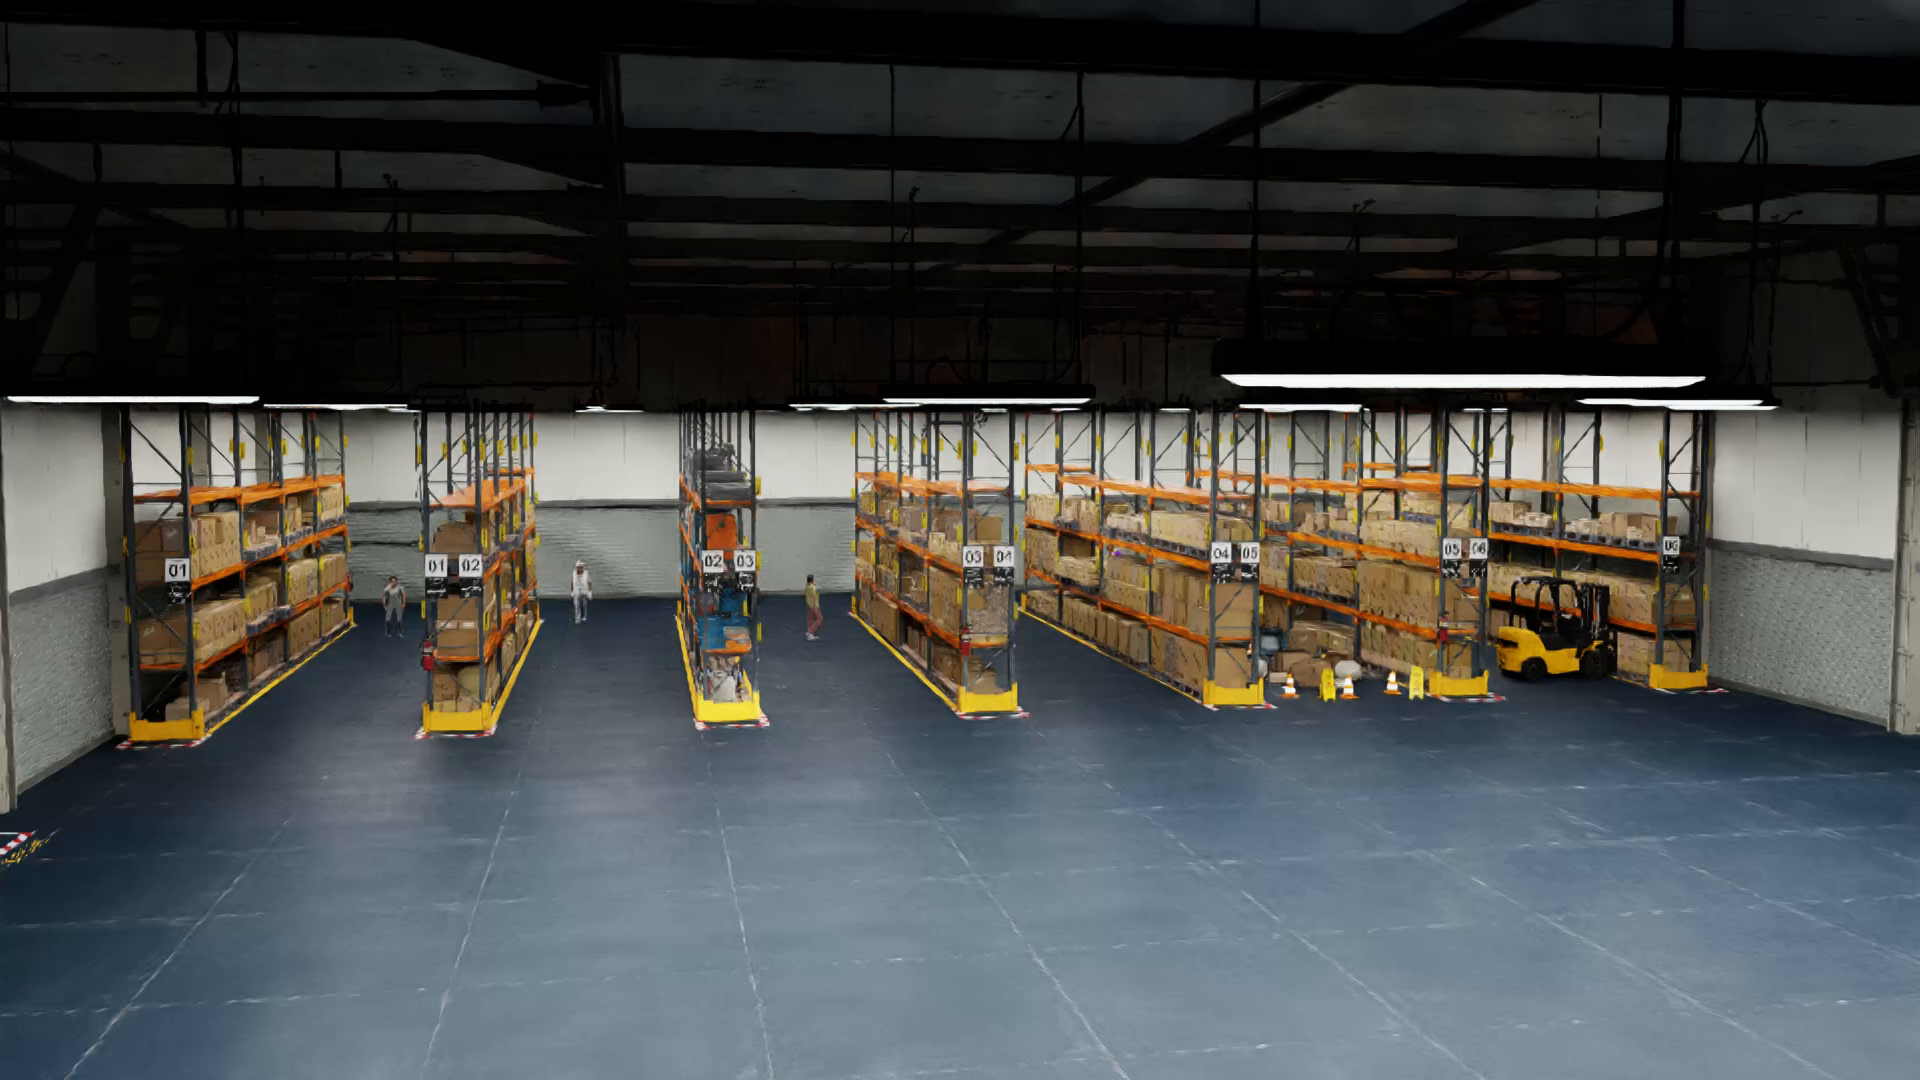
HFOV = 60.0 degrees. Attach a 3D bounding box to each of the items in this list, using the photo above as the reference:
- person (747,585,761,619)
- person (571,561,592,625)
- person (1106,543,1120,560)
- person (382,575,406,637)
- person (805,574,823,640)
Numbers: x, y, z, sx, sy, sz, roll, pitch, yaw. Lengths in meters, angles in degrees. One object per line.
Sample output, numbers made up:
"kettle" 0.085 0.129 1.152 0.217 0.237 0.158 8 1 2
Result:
"person" -5.838 1.337 46.359 0.517 1.779 0.634 -3 5 -37
"person" -10.338 1.435 45.379 0.579 1.732 1.042 -1 4 -12
"person" 4.843 0.898 52.470 0.614 1.762 0.594 -4 6 -43
"person" -14.510 1.717 42.662 0.580 1.592 0.507 -1 4 -13
"person" -3.759 1.705 42.202 0.432 1.668 0.503 -3 5 -38
